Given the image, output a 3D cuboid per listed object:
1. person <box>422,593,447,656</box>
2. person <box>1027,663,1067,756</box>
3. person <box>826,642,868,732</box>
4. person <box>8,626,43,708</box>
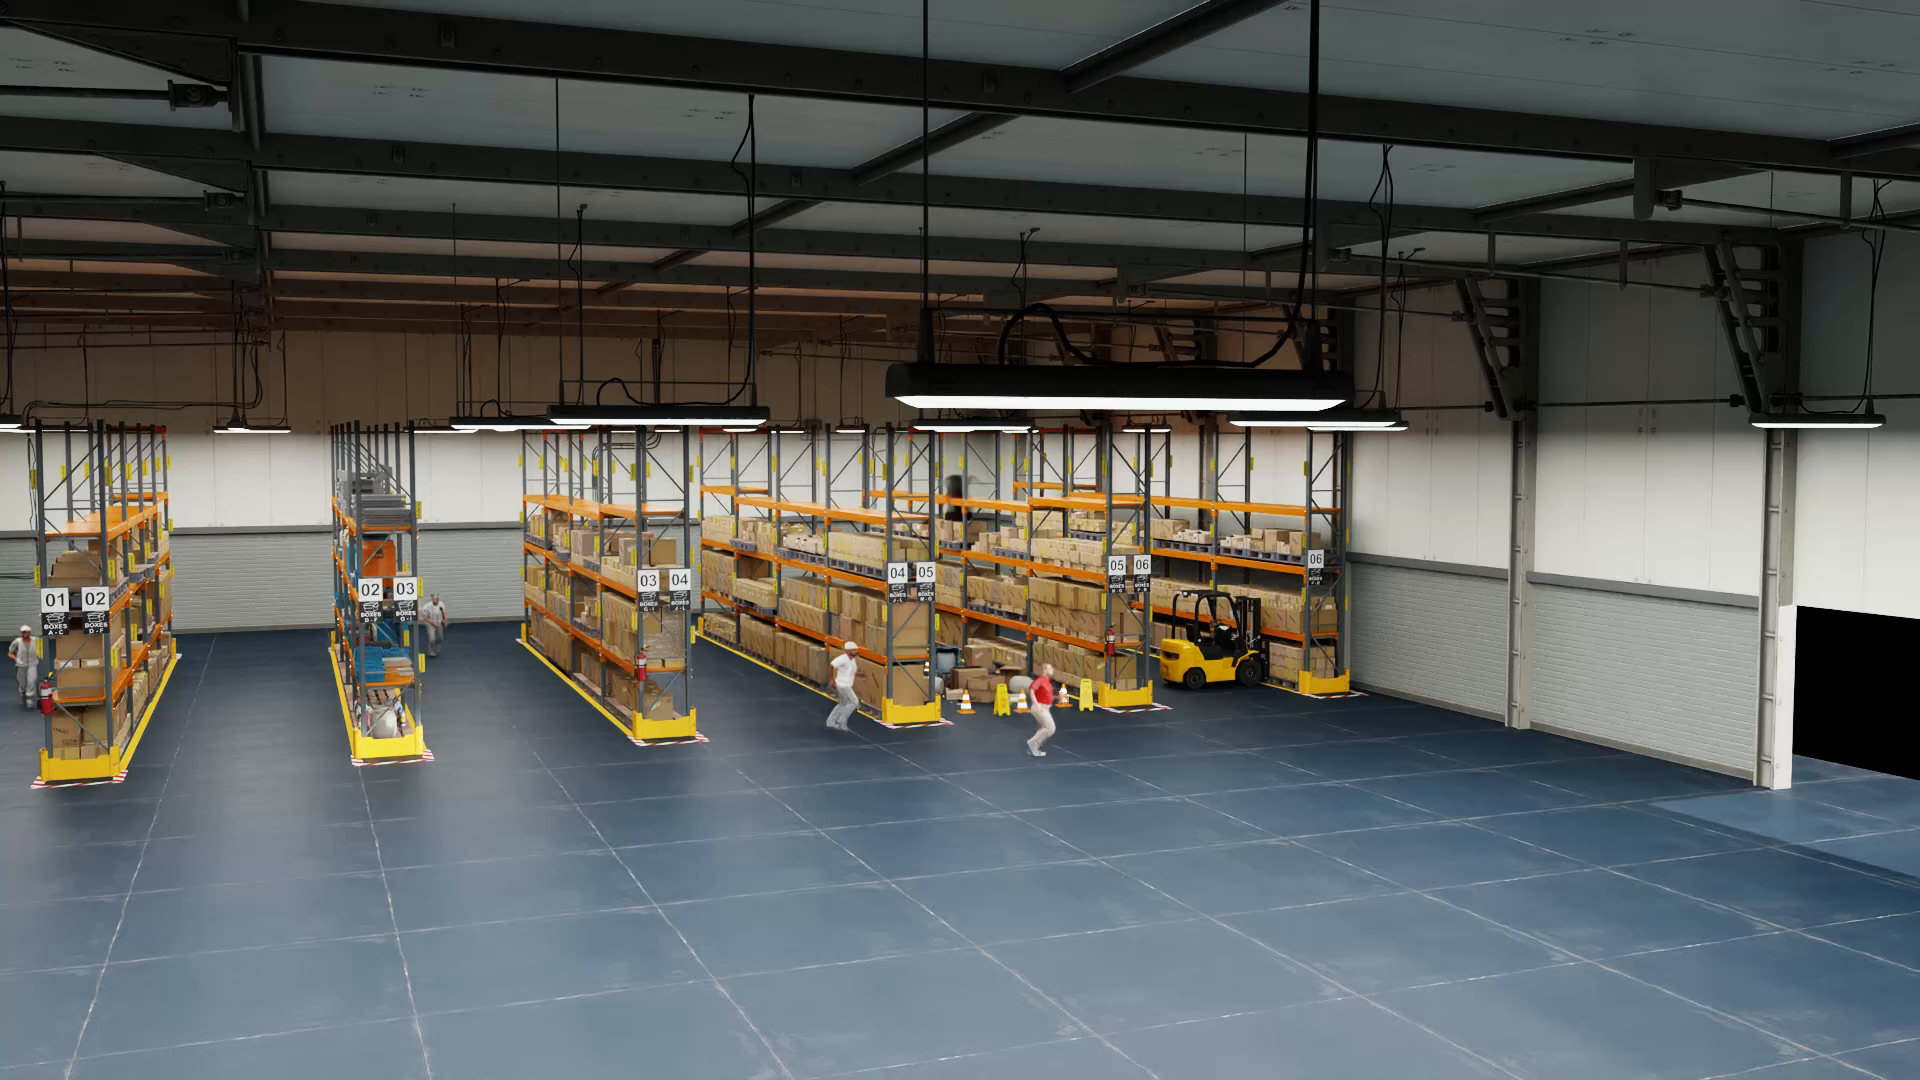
[{"bbox_3d":[-13.747,2.190,43.352,0.640,1.662,0.817,-3,5,-42],"label":"person"},{"bbox_3d":[1.539,3.033,29.626,0.685,1.672,0.663,1,4,14],"label":"person"},{"bbox_3d":[-2.205,2.855,32.260,0.846,1.772,0.679,1,4,14],"label":"person"},{"bbox_3d":[-19.734,2.657,35.153,0.668,1.745,0.887,-2,4,-32],"label":"person"}]
